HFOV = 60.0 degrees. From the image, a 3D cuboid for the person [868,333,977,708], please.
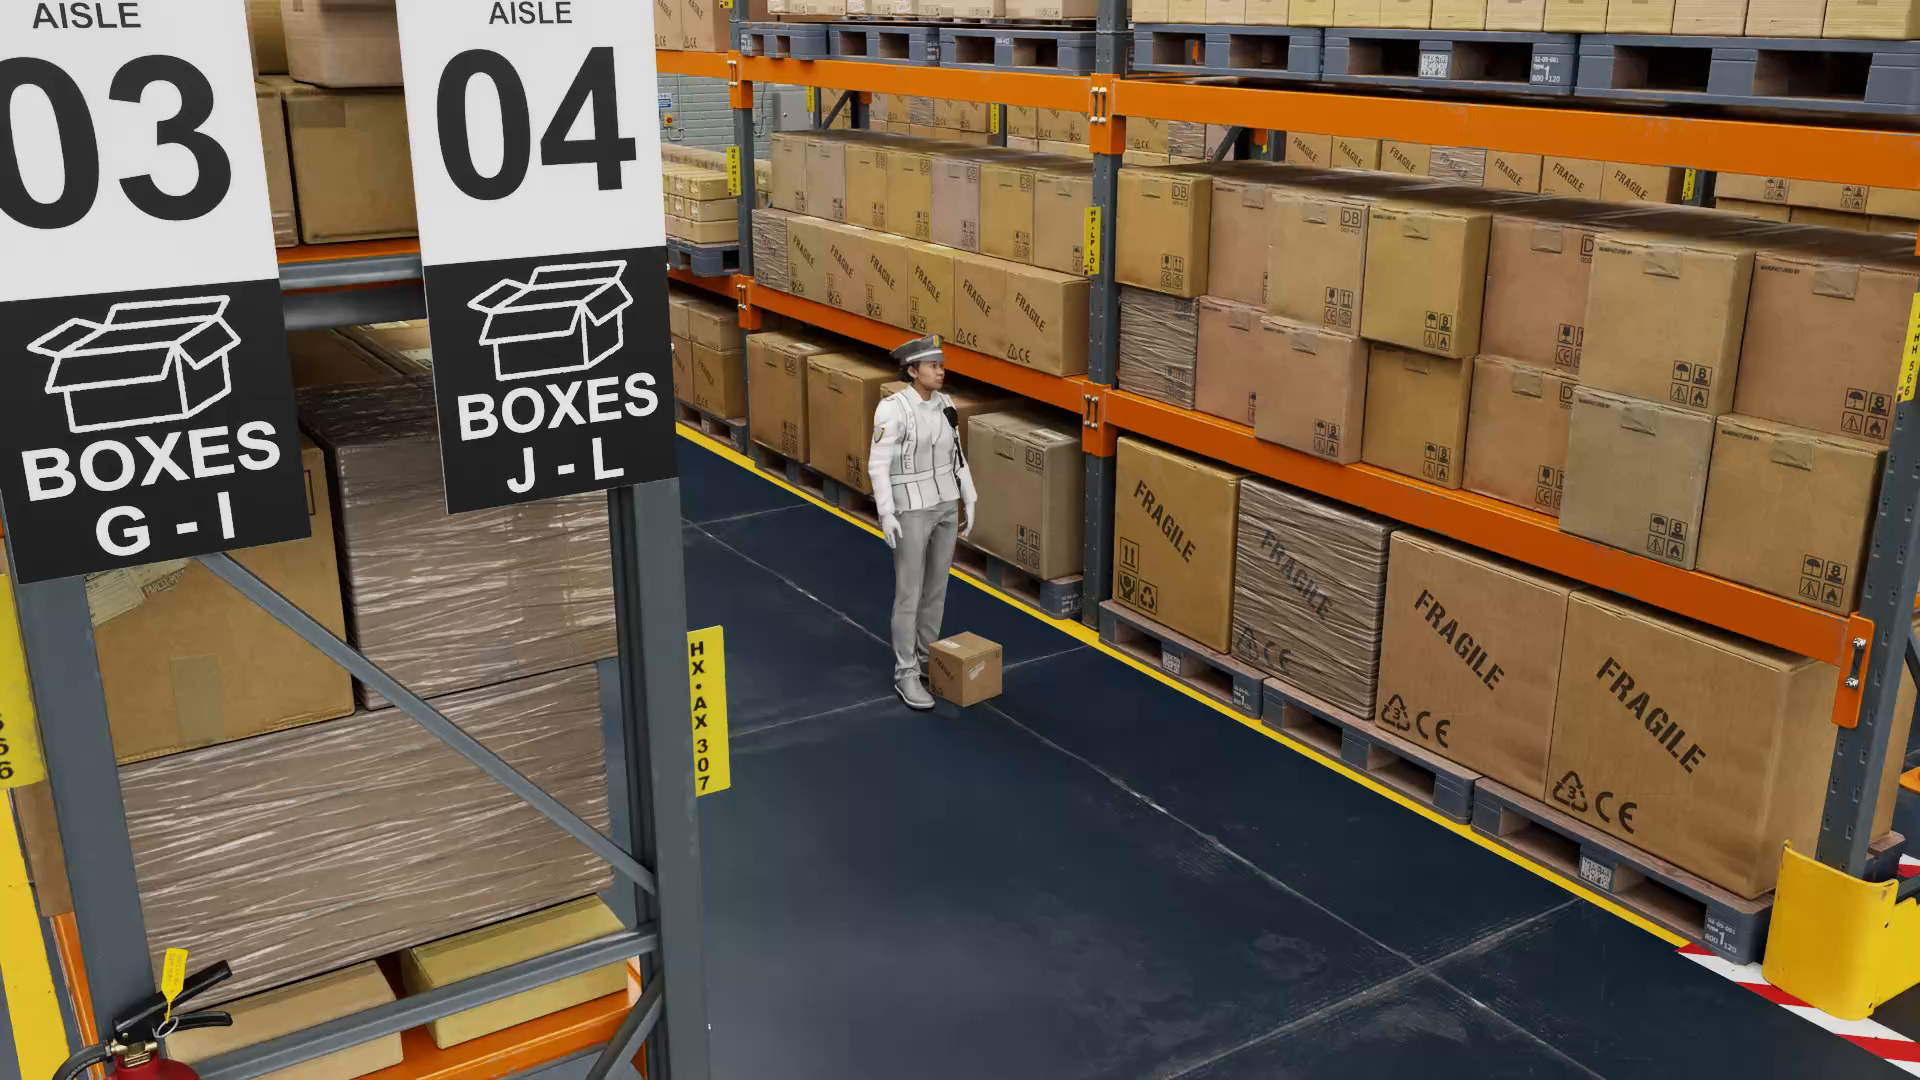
[{"bbox_3d":[-0.129,-0.121,7.843,0.587,1.696,0.531,-15,23,-38],"label":"person"}]
